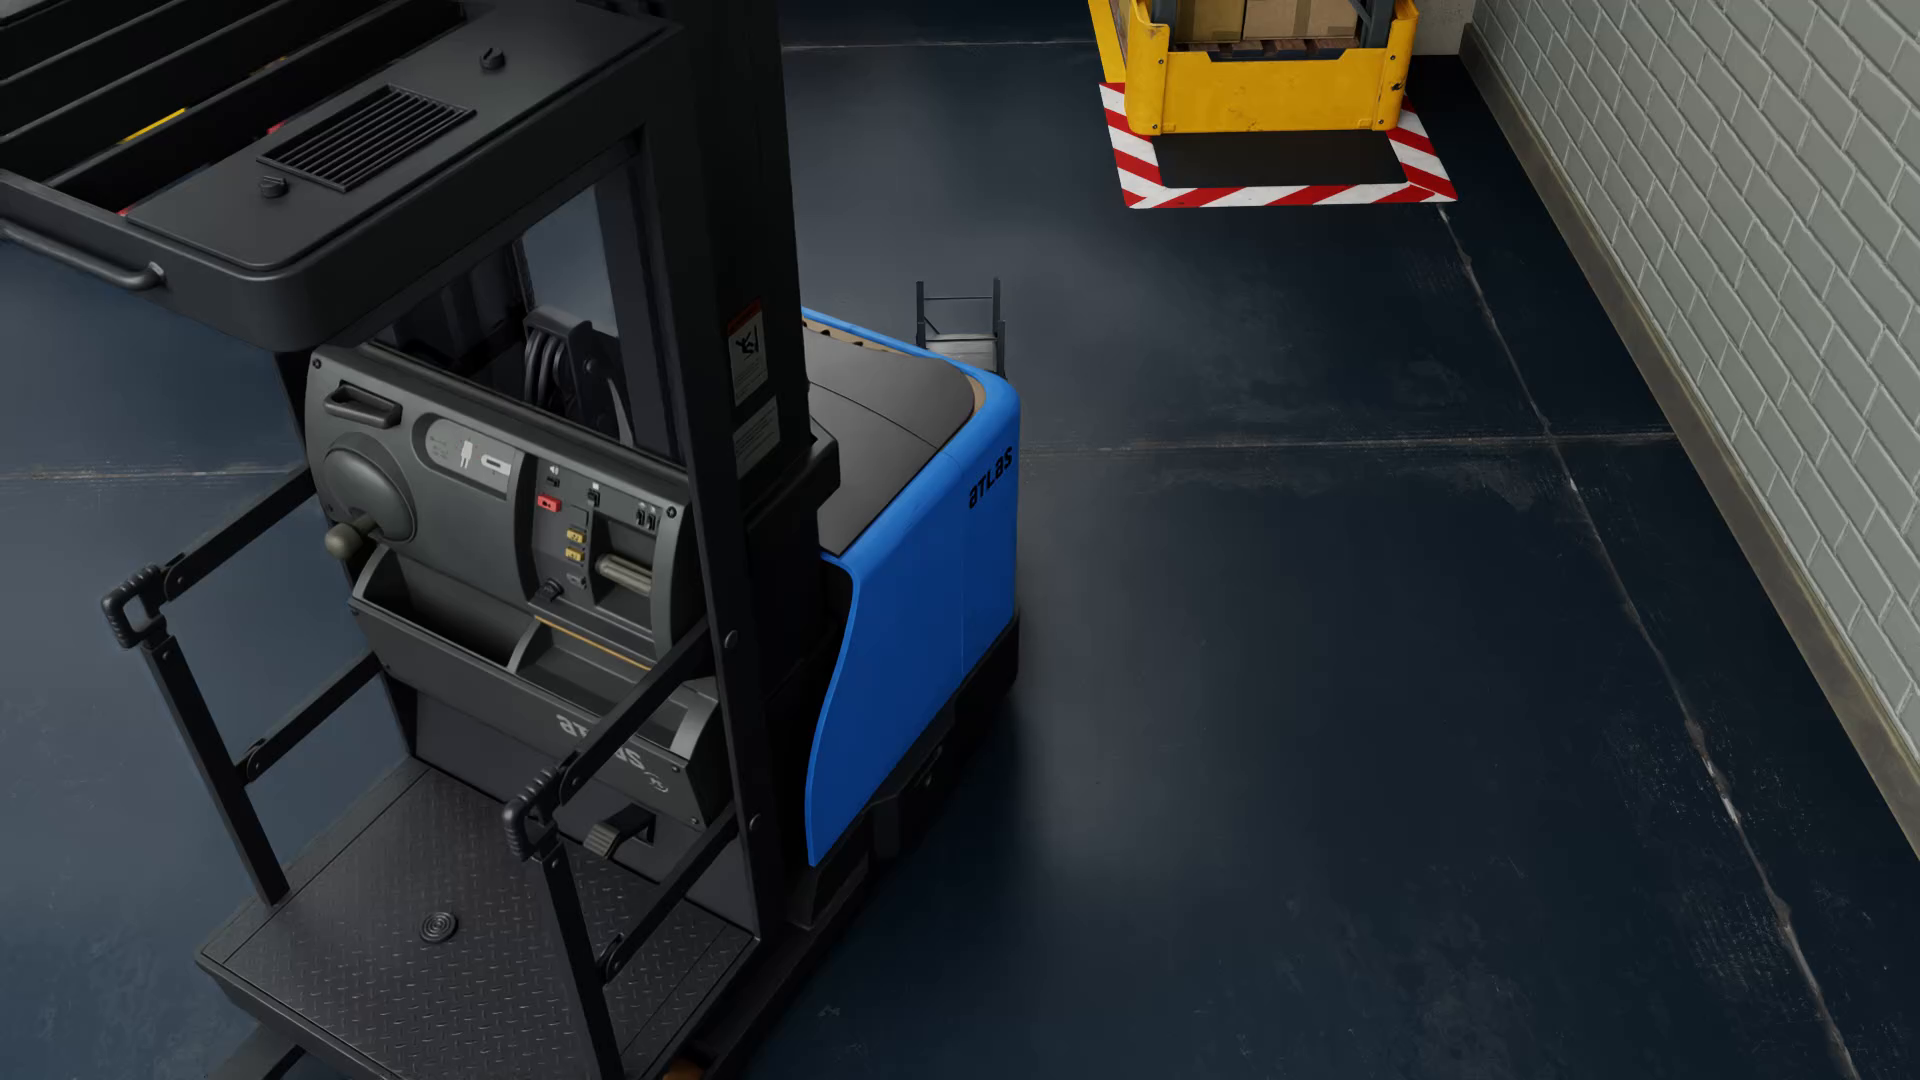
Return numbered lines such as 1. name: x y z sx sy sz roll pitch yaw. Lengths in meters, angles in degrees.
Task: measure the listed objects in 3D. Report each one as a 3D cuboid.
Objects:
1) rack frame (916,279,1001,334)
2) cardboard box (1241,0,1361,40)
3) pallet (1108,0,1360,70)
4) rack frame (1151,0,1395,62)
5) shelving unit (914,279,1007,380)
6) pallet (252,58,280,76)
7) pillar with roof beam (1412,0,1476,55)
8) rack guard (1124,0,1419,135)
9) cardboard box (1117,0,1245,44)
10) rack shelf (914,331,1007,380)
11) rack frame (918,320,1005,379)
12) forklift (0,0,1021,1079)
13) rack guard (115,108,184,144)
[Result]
1. rack frame: -0.005 -0.406 5.027 0.240 0.900 0.006 -2 43 -2
2. cardboard box: 1.487 -2.471 7.450 0.500 0.250 0.500 -1 43 -2
3. pallet: 1.239 -2.480 7.799 1.003 0.211 1.213 -2 43 -2
4. rack frame: 1.313 -2.993 6.295 1.000 3.000 0.127 -2 43 -2
5. shelving unit: 0.000 -0.337 4.952 0.258 0.900 0.210 -2 43 -2
6. pallet: -3.649 -2.421 7.735 1.003 0.211 1.213 -2 43 -2
7. pillar with roof beam: -2.117 -5.577 4.674 9.100 9.000 0.400 -2 43 -2
8. rack guard: 1.314 -2.055 7.122 1.175 0.500 0.348 -2 43 -2
9. cardboard box: 0.977 -2.442 7.419 0.500 0.250 0.500 -1 43 -1
10. rack shelf: 0.000 -0.512 4.792 0.258 0.077 0.200 -2 43 -2
11. rack frame: 0.004 -0.269 4.877 0.240 0.900 0.006 -2 43 -2
12. forklift: -1.014 0.016 3.063 1.130 2.935 3.031 22 47 22
13. rack guard: -3.649 -1.978 7.038 1.175 0.500 0.348 -2 43 -2
